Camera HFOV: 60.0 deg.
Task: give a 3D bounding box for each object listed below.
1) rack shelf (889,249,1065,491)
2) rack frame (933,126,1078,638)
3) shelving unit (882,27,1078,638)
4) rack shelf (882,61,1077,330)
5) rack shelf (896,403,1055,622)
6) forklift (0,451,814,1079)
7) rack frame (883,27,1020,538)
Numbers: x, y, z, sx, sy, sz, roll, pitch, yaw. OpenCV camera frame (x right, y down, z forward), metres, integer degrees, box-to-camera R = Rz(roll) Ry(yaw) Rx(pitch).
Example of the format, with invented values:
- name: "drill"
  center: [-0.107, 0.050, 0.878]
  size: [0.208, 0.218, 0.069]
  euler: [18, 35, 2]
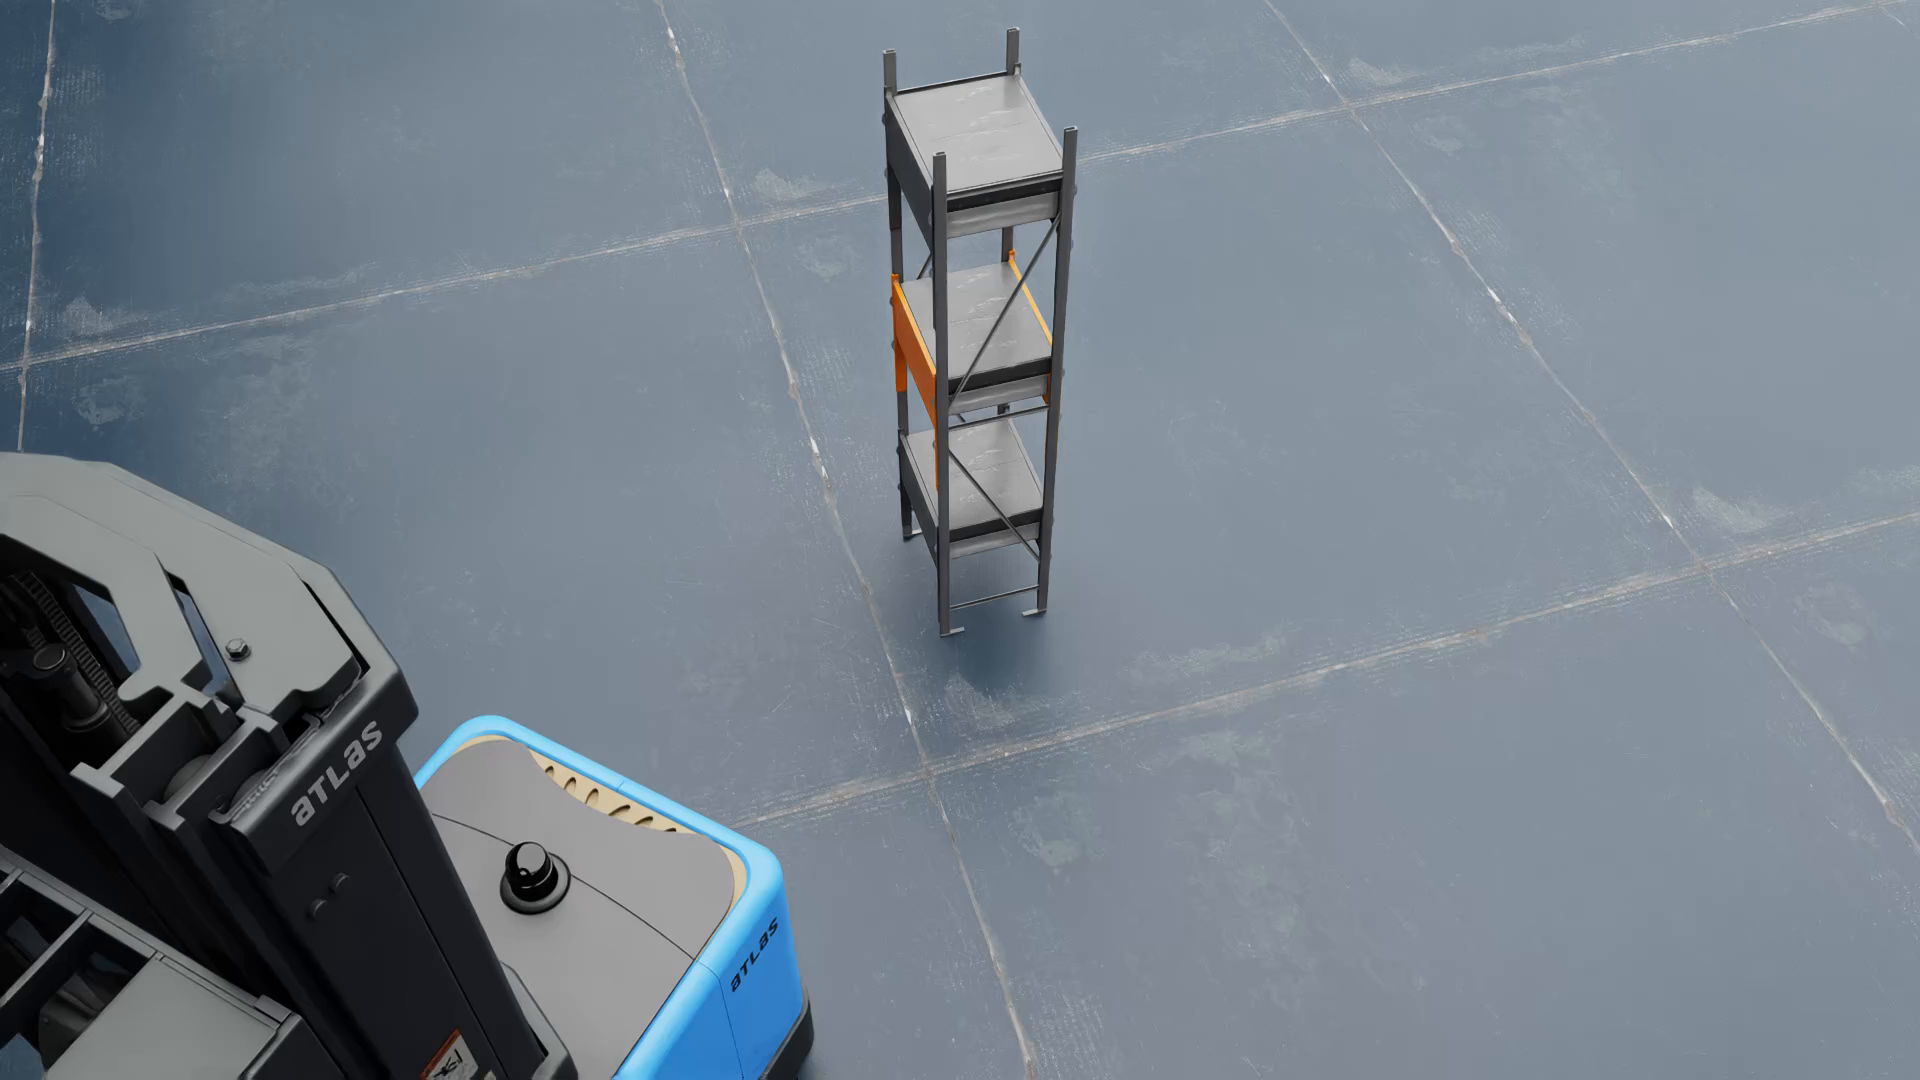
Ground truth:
- name: "rack shelf"
  center: [0.049, -0.547, 5.356]
  size: [0.431, 0.518, 0.480]
  euler: [-13, 51, -11]
- name: "rack frame"
  center: [0.121, -0.378, 5.195]
  size: [0.400, 2.100, 0.015]
  euler: [-13, 51, -11]
- name: "shelving unit"
  center: [0.049, -0.556, 5.345]
  size: [0.431, 2.100, 0.503]
  euler: [-13, 51, -11]
- name: "rack shelf"
  center: [0.049, -0.998, 4.821]
  size: [0.431, 0.518, 0.480]
  euler: [-13, 51, -11]
- name: "rack shelf"
  center: [0.049, -0.096, 5.891]
  size: [0.431, 0.518, 0.480]
  euler: [-13, 51, -11]
- name: "forklift"
  center: [-1.576, 1.363, 3.184]
  size: [1.130, 2.935, 3.031]
  euler: [22, 53, 18]
- name: "rack frame"
  center: [-0.023, -0.734, 5.496]
  size: [0.400, 2.100, 0.015]
  euler: [-13, 51, -11]
